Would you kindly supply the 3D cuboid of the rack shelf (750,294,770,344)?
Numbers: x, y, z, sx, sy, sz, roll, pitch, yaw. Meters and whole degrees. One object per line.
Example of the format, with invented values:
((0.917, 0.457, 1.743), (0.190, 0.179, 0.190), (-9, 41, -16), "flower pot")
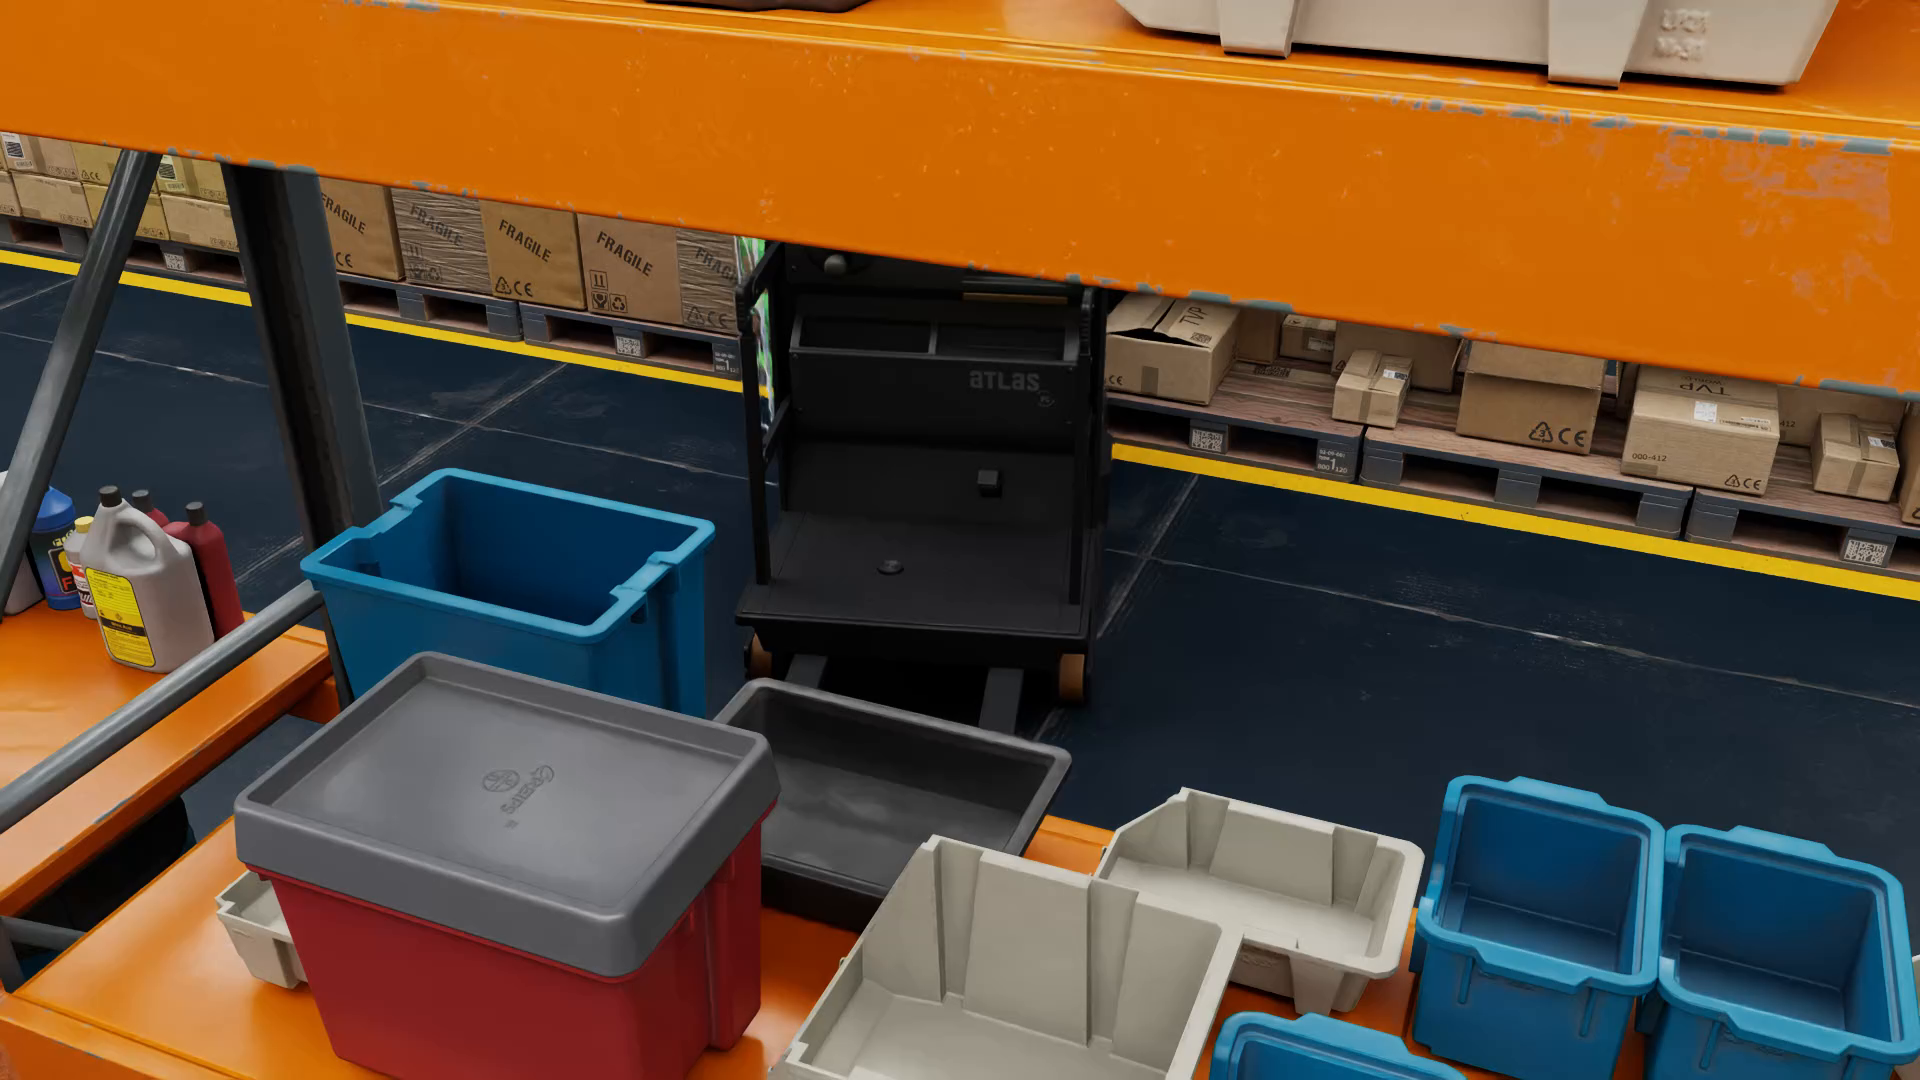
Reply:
((-0.613, -0.941, 6.796), (0.480, 0.148, 0.258), (-14, 25, -23), "rack shelf")

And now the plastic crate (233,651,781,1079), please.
((-0.571, 0.489, 2.211), (0.583, 0.464, 0.402), (11, 31, 19), "plastic crate")

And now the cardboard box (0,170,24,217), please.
((-5.145, -1.989, 9.088), (0.500, 0.250, 0.500), (12, 32, 20), "cardboard box")

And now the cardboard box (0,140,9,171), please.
((-5.137, -2.231, 8.946), (0.500, 0.311, 0.500), (12, 32, 20), "cardboard box")

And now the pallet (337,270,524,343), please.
((-2.467, -1.365, 8.451), (1.213, 0.211, 1.003), (11, 31, 19), "pallet")

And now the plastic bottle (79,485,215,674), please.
((-1.545, 0.064, 3.138), (0.185, 0.351, 0.144), (11, 31, 19), "plastic bottle")

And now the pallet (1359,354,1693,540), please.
((2.333, -0.428, 6.794), (1.213, 0.211, 1.003), (11, 31, 19), "pallet")

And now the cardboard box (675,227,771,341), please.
((-0.922, -1.247, 7.501), (0.500, 0.500, 0.500), (12, 32, 20), "cardboard box")

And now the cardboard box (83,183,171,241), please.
((-4.203, -1.800, 8.755), (0.500, 0.250, 0.500), (11, 31, 19), "cardboard box")

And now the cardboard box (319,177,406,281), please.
((-2.830, -1.624, 8.167), (0.500, 0.500, 0.500), (13, 32, 21), "cardboard box")

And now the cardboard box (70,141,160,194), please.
((-4.206, -2.043, 8.613), (0.500, 0.311, 0.500), (11, 31, 18), "cardboard box")

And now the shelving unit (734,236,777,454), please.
((-0.616, -0.999, 6.771), (0.503, 1.200, 0.258), (-14, 25, -23), "shelving unit")

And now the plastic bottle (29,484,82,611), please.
((-1.811, 0.001, 3.331), (0.097, 0.271, 0.097), (0, 29, 0), "plastic bottle")

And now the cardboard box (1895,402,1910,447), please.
((3.778, -0.493, 6.507), (0.250, 0.166, 0.380), (11, 31, 19), "cardboard box")

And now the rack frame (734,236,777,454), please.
((-0.834, -0.946, 6.675), (0.015, 1.200, 0.240), (-14, 25, -23), "rack frame")

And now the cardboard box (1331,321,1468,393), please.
((1.892, -0.901, 7.081), (0.500, 0.311, 0.500), (11, 31, 19), "cardboard box")

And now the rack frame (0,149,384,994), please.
((-1.305, 0.265, 2.734), (0.053, 2.616, 0.949), (11, 31, 19), "rack frame")

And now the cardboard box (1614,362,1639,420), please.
((2.945, -0.664, 6.724), (0.500, 0.250, 0.500), (11, 31, 19), "cardboard box")

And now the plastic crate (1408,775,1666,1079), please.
((0.800, 0.555, 2.329), (0.300, 0.233, 0.416), (11, 31, 19), "plastic crate")

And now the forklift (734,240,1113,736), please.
((-0.102, -0.932, 4.921), (1.130, 2.935, 3.031), (3, 30, 6), "forklift")

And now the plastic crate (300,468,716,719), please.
((-0.743, 0.175, 2.848), (0.575, 0.384, 0.392), (11, 31, 19), "plastic crate")

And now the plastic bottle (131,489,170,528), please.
((-1.607, 0.027, 3.273), (0.133, 0.283, 0.061), (11, 31, 19), "plastic bottle")

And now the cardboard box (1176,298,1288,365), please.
((1.197, -1.122, 7.280), (0.500, 0.500, 0.500), (11, 31, 19), "cardboard box")

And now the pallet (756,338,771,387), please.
((-0.206, -0.914, 7.653), (1.213, 0.211, 1.003), (11, 31, 19), "pallet")

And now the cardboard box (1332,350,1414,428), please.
((1.675, -0.621, 6.733), (0.250, 0.166, 0.380), (11, 31, 19), "cardboard box")

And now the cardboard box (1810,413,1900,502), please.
((3.331, -0.317, 6.195), (0.250, 0.166, 0.380), (11, 31, 19), "cardboard box")

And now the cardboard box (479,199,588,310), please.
((-1.880, -1.434, 7.832), (0.500, 0.500, 0.500), (11, 31, 18), "cardboard box")

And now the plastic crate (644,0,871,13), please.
((-0.256, -0.631, 1.403), (0.590, 0.269, 0.497), (11, 31, 19), "plastic crate")

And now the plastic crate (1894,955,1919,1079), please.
((1.403, 0.673, 2.217), (0.298, 0.136, 0.250), (11, 31, 19), "plastic crate")

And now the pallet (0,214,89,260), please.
((-5.019, -1.917, 9.428), (1.213, 0.211, 1.003), (11, 31, 19), "pallet")

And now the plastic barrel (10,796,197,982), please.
((-1.801, 0.885, 3.341), (0.708, 0.901, 0.600), (11, 31, 19), "plastic barrel")

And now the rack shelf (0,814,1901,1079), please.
((0.550, 0.946, 2.259), (4.000, 0.370, 1.077), (11, 31, 19), "rack shelf")

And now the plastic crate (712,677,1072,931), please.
((-0.165, 0.441, 2.640), (0.590, 0.125, 0.437), (11, 31, 19), "plastic crate")
